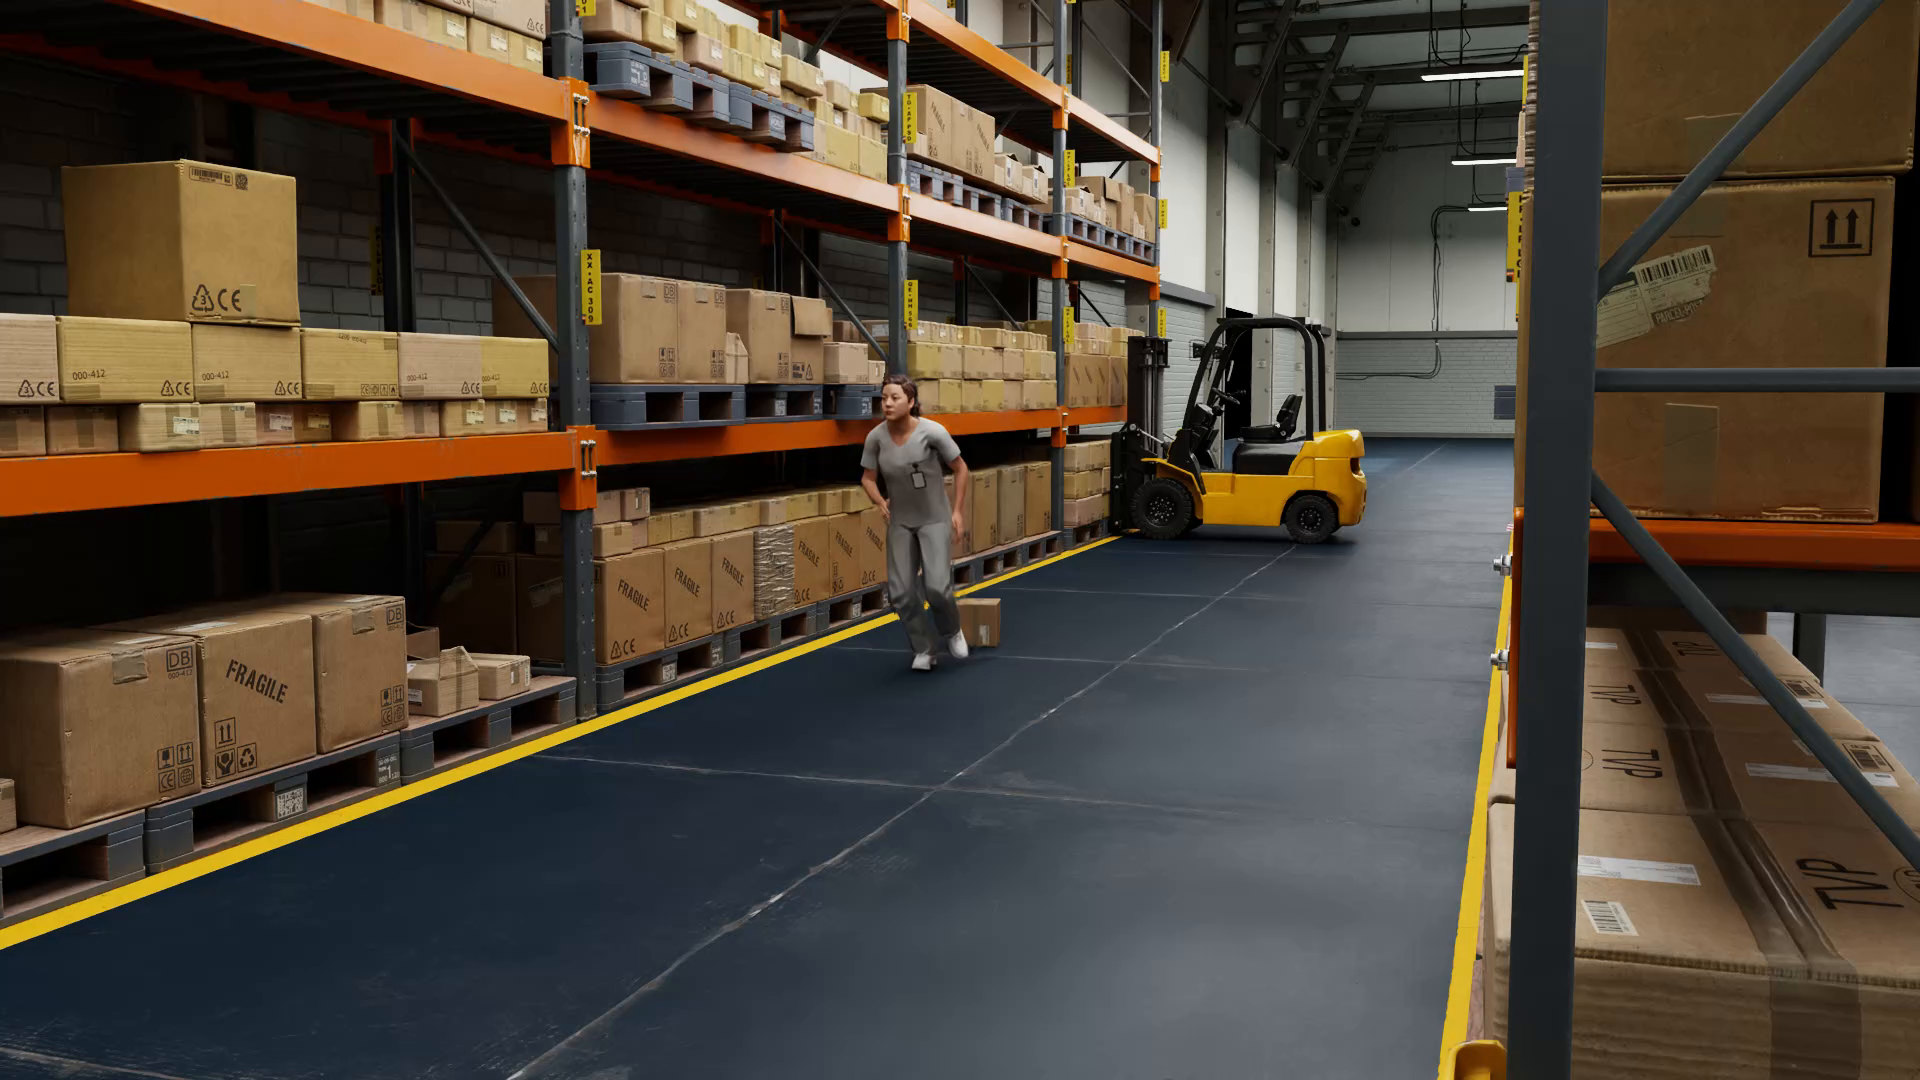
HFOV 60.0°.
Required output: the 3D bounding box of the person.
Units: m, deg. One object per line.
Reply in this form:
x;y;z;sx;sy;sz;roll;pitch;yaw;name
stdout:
-0.226;-0.083;8.698;0.544;1.560;0.732;2;6;18;person
